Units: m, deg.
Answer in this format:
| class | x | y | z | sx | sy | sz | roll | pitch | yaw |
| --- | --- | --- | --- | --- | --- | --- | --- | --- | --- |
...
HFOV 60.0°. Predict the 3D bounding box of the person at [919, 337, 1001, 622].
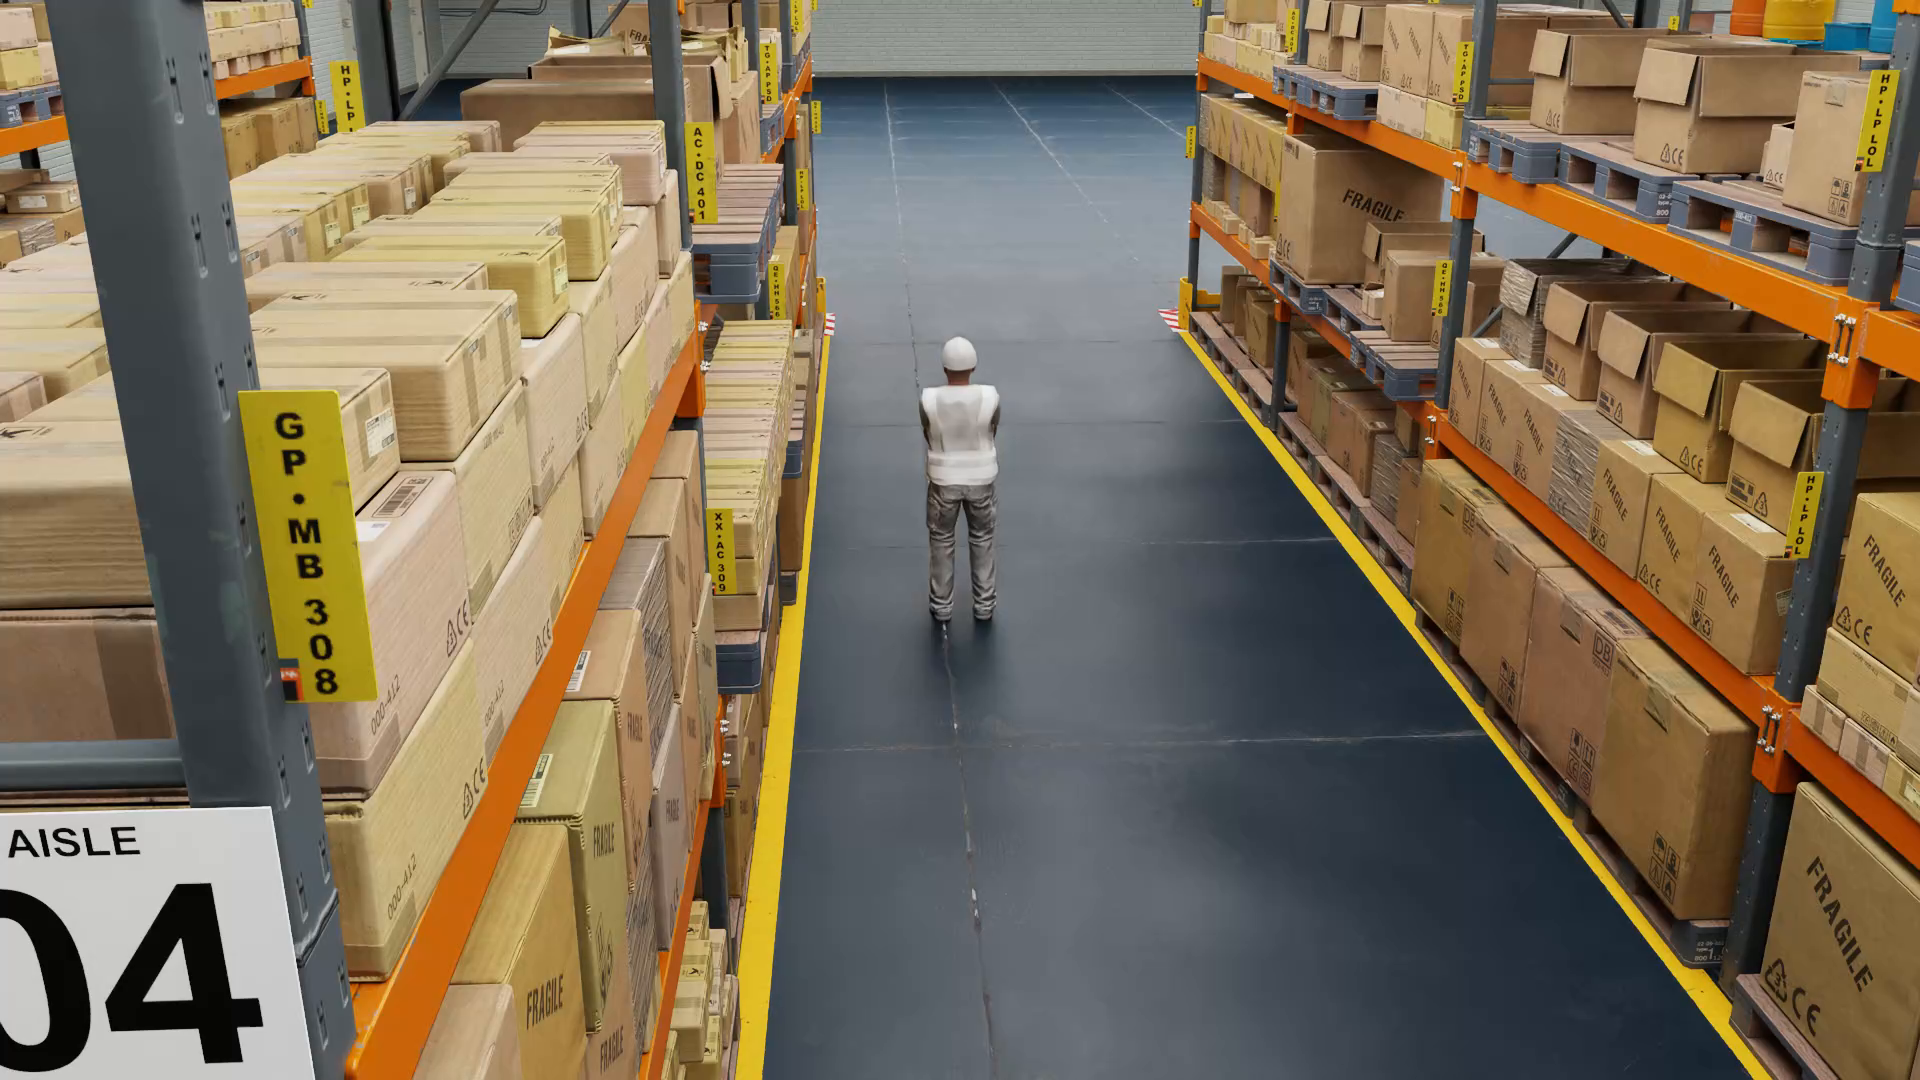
| class | x | y | z | sx | sy | sz | roll | pitch | yaw |
| --- | --- | --- | --- | --- | --- | --- | --- | --- | --- |
| person | -0.005 | -0.398 | 10.137 | 0.487 | 1.778 | 0.575 | -1 | 20 | -3 |
